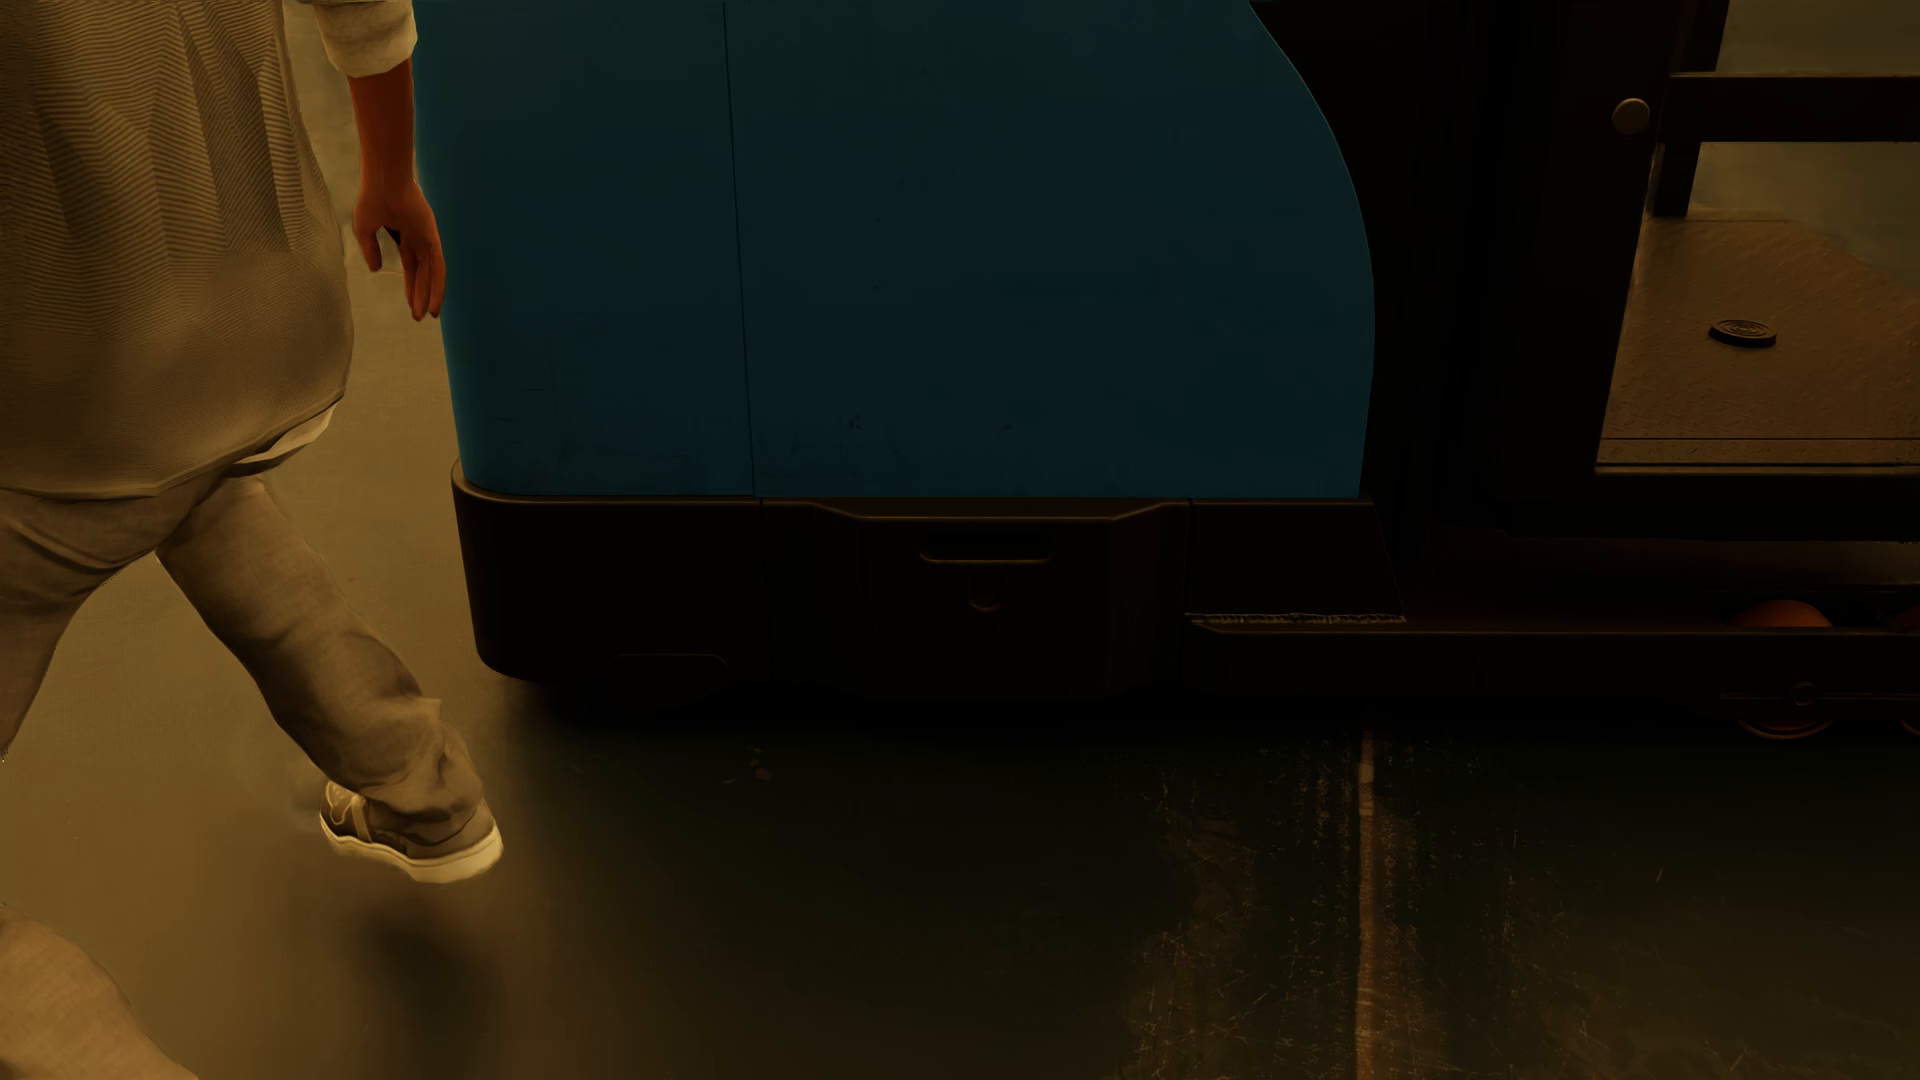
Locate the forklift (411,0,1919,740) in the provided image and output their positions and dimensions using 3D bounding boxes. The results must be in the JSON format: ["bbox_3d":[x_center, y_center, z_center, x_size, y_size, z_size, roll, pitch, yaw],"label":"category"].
[{"bbox_3d":[0.911,-1.307,1.837,3.031,2.935,1.130,0,27,0],"label":"forklift"}]

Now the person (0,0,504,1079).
[{"bbox_3d":[-0.645,-0.140,1.160,0.563,1.489,0.803,11,29,21],"label":"person"}]
